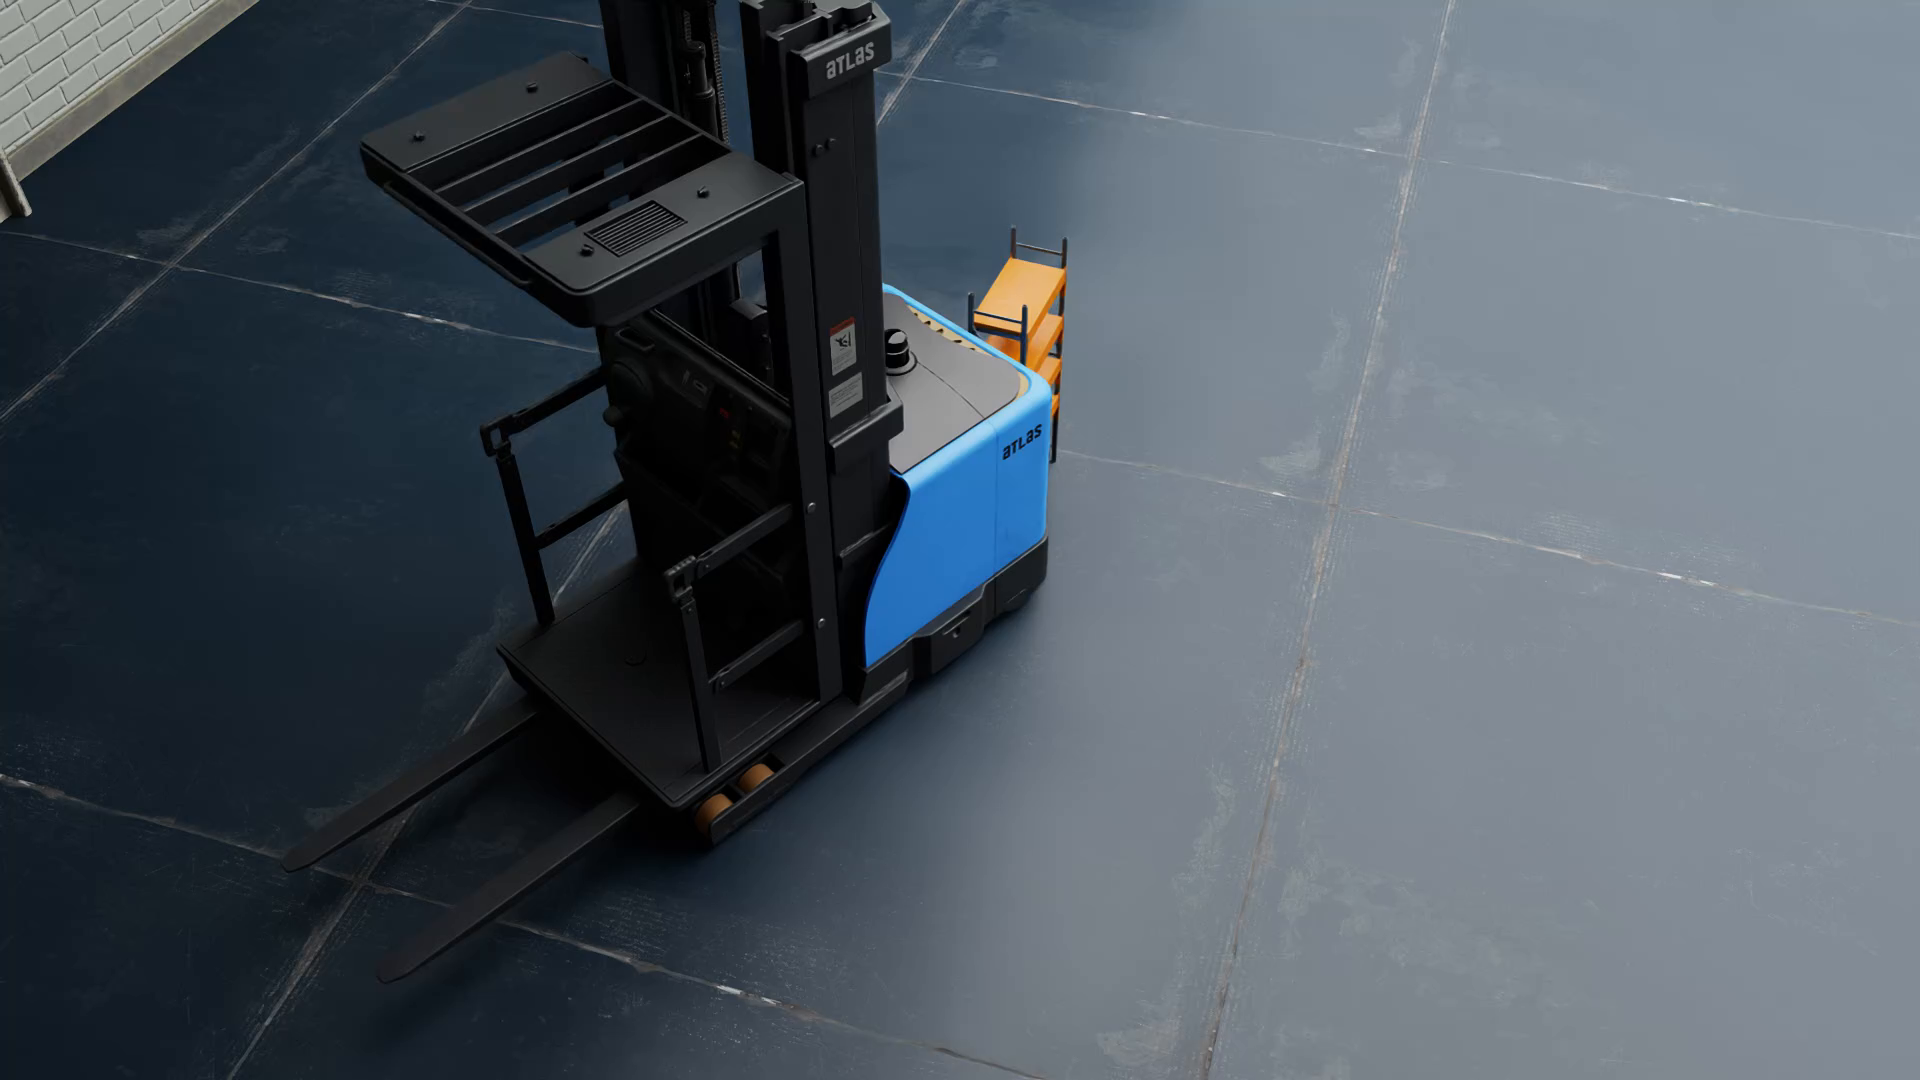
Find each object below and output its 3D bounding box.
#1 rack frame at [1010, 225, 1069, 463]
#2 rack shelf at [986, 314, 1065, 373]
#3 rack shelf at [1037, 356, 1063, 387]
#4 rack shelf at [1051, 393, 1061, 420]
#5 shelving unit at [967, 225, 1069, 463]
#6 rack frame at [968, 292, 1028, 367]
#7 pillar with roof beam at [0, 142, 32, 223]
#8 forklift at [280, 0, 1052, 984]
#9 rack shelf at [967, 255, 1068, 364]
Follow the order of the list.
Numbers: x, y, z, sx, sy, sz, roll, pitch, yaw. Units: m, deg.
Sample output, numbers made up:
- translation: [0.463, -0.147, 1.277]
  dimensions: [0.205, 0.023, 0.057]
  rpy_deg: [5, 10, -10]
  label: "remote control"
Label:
- translation: [0.321, -0.811, 7.120]
  dimensions: [0.240, 1.200, 0.015]
  rpy_deg: [15, 46, 15]
  label: "rack frame"
- translation: [0.234, -0.764, 6.848]
  dimensions: [0.258, 0.148, 0.480]
  rpy_deg: [15, 46, 15]
  label: "rack shelf"
- translation: [0.234, -0.604, 7.004]
  dimensions: [0.258, 0.148, 0.480]
  rpy_deg: [15, 46, 15]
  label: "rack shelf"
- translation: [0.234, -0.462, 7.143]
  dimensions: [0.258, 0.148, 0.480]
  rpy_deg: [15, 46, 15]
  label: "rack shelf"
- translation: [0.234, -0.652, 6.957]
  dimensions: [0.258, 1.200, 0.503]
  rpy_deg: [15, 46, 15]
  label: "shelving unit"
- translation: [0.146, -0.493, 6.795]
  dimensions: [0.240, 1.200, 0.015]
  rpy_deg: [15, 46, 15]
  label: "rack frame"
- translation: [-1.097, -3.976, 4.778]
  dimensions: [9.100, 9.000, 0.400]
  rpy_deg: [13, 46, 13]
  label: "pillar with roof beam"
- translation: [-1.033, -0.372, 5.433]
  dimensions: [1.130, 2.935, 3.031]
  rpy_deg: [35, 54, 30]
  label: "forklift"
- translation: [0.234, -0.933, 6.683]
  dimensions: [0.258, 0.148, 0.480]
  rpy_deg: [15, 46, 15]
  label: "rack shelf"
